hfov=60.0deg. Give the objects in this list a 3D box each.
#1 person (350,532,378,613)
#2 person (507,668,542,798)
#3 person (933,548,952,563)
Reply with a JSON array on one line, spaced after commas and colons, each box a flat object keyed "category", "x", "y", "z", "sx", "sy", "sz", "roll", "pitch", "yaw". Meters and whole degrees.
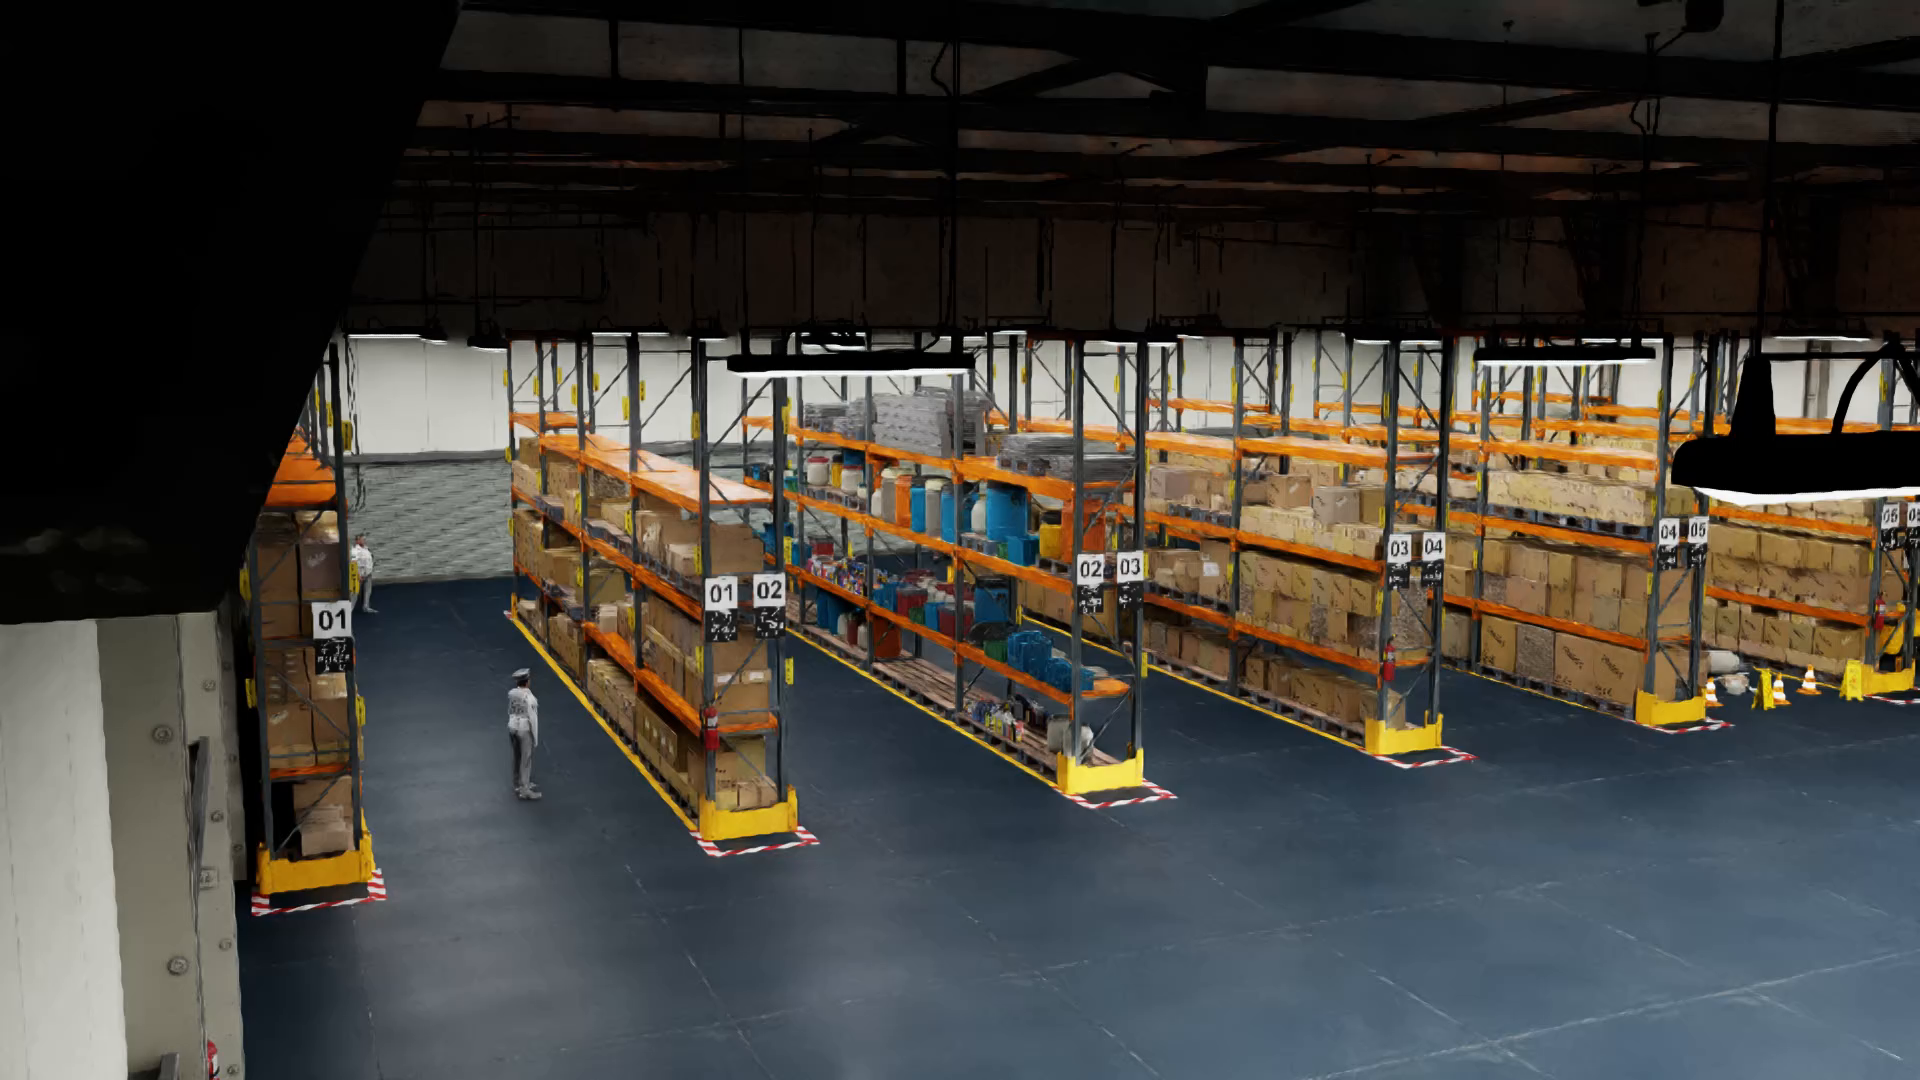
[{"category": "person", "x": -12.658, "y": 0.714, "z": 34.975, "sx": 0.494, "sy": 1.754, "sz": 0.727, "roll": 2, "pitch": 8, "yaw": 14}, {"category": "person", "x": -5.713, "y": 2.521, "z": 21.879, "sx": 0.555, "sy": 1.684, "sz": 0.431, "roll": 6, "pitch": 10, "yaw": 37}, {"category": "person", "x": -0.449, "y": -0.270, "z": 42.520, "sx": 0.576, "sy": 1.672, "sz": 0.961, "roll": 0, "pitch": 8, "yaw": -1}]
